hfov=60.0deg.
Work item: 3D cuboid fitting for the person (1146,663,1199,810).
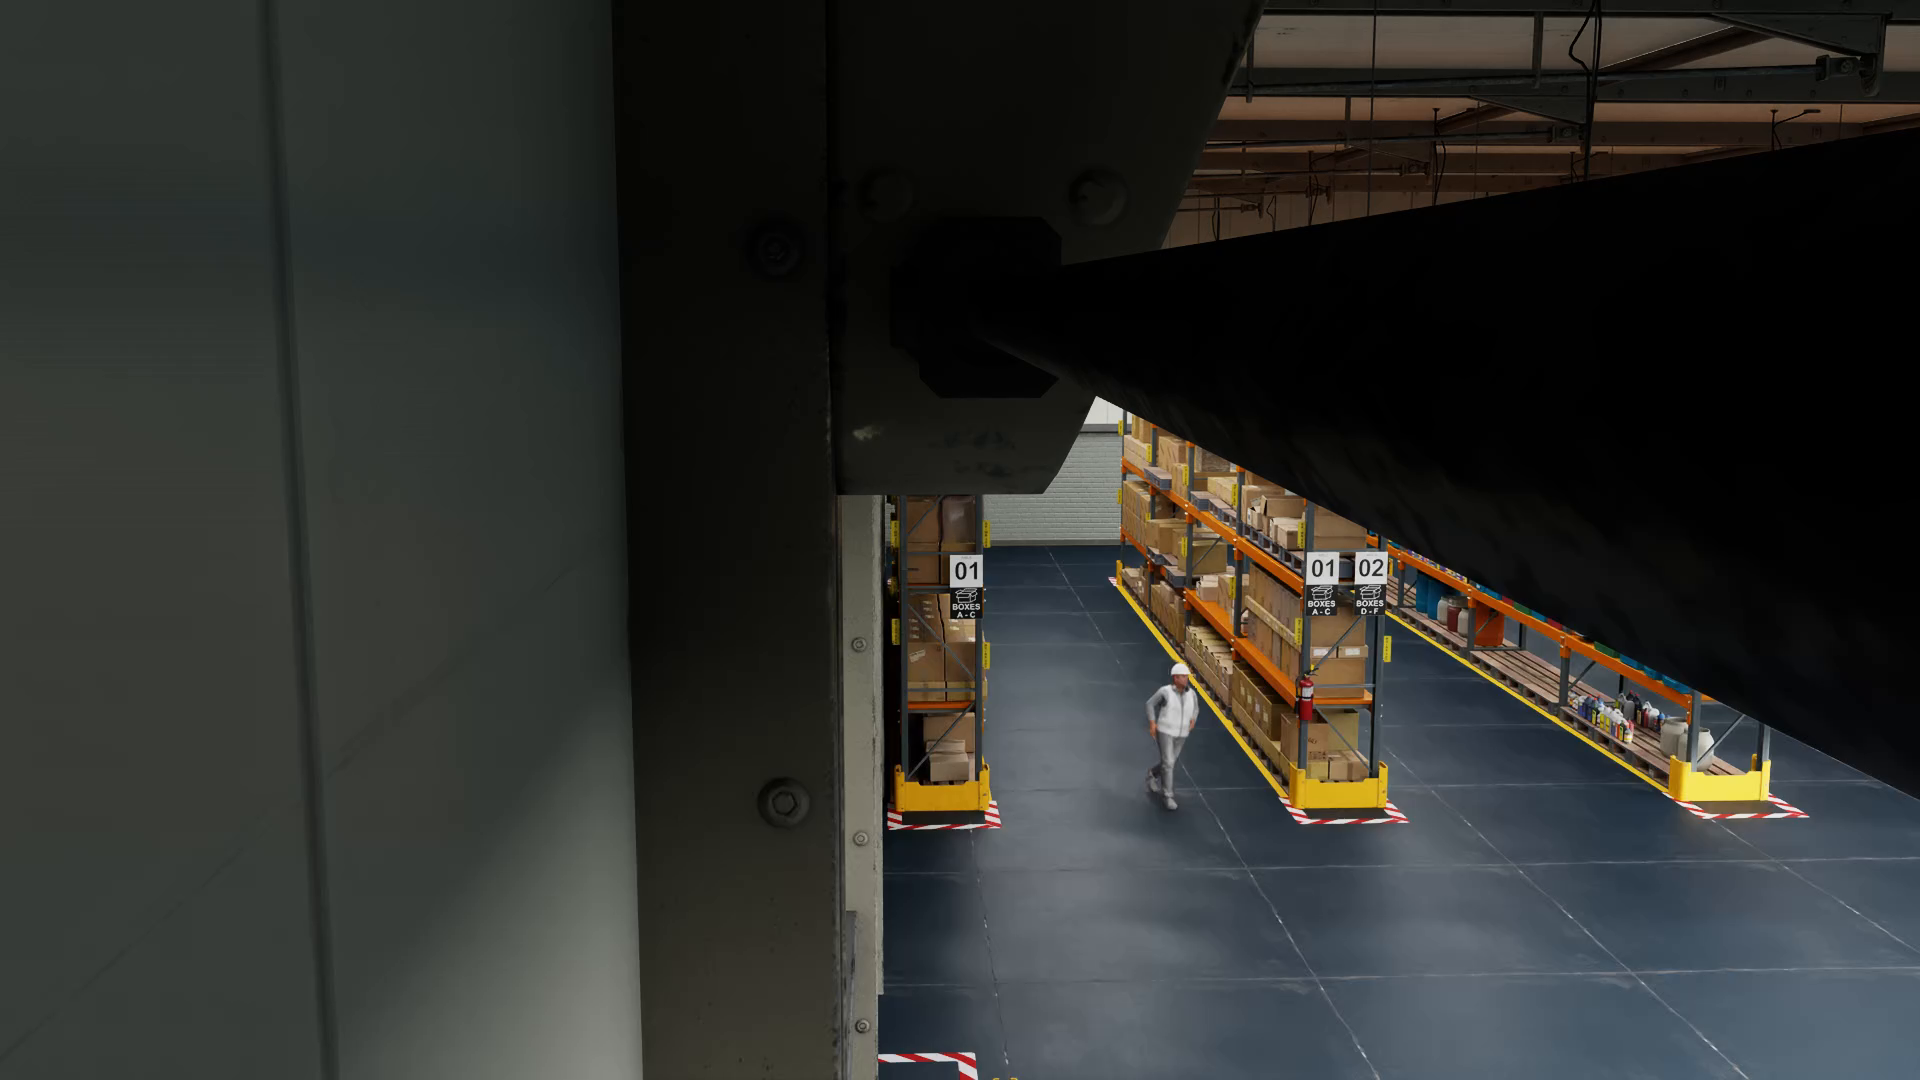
[{"bbox_3d":[2.677,2.383,20.759,0.685,1.709,0.994,-4,9,-25],"label":"person"}]
